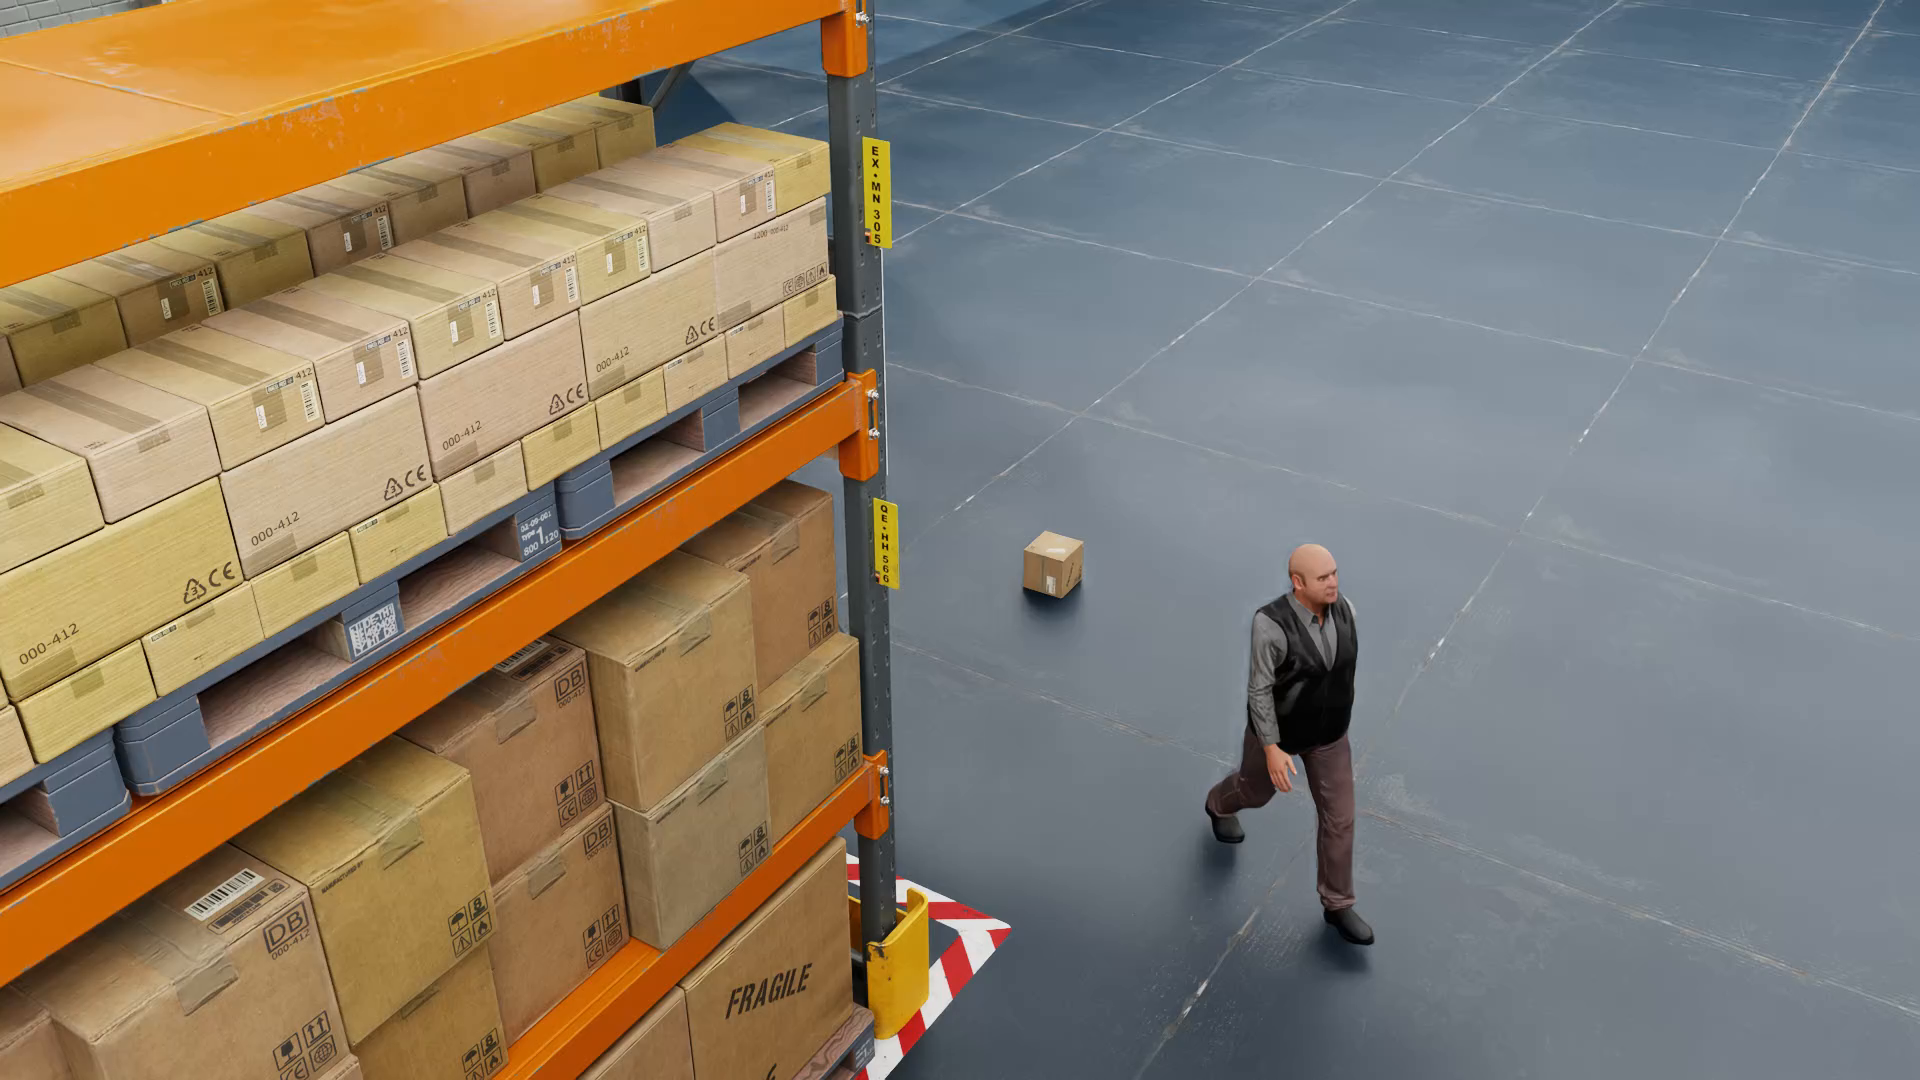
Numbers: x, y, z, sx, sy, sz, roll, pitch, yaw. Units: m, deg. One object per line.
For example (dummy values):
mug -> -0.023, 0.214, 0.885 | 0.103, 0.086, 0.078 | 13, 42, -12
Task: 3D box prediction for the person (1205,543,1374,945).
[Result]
person -> 1.405, 0.789, 6.868 | 0.535, 1.675, 1.030 | -10, 32, -17
